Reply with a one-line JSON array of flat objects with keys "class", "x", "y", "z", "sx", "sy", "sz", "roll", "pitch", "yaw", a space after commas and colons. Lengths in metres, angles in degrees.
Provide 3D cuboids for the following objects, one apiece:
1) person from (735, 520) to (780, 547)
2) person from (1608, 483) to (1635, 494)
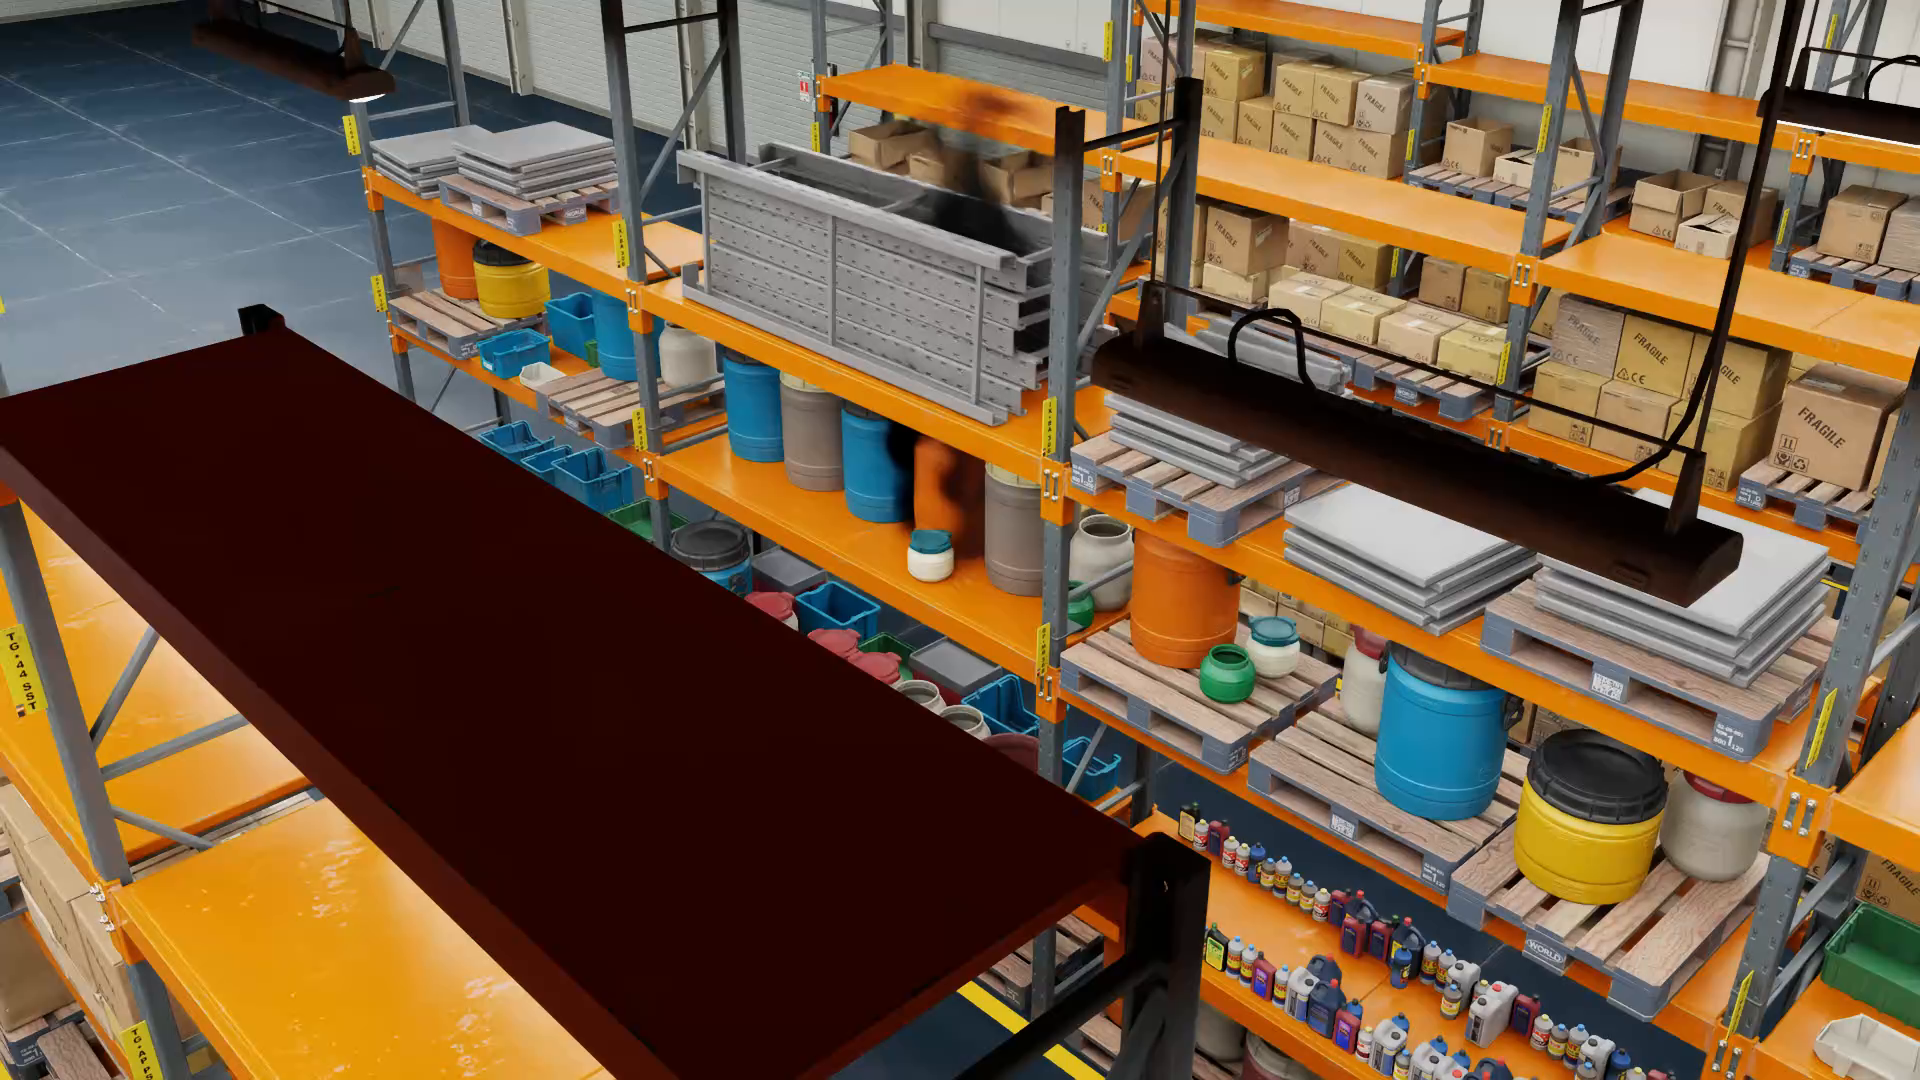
[{"class": "person", "x": -1.884, "y": -0.372, "z": 15.778, "sx": 0.801, "sy": 1.747, "sz": 0.583, "roll": 15, "pitch": 31, "yaw": 25}, {"class": "person", "x": 5.758, "y": 0.114, "z": 14.953, "sx": 0.569, "sy": 1.617, "sz": 0.529, "roll": -20, "pitch": 34, "yaw": -33}]
